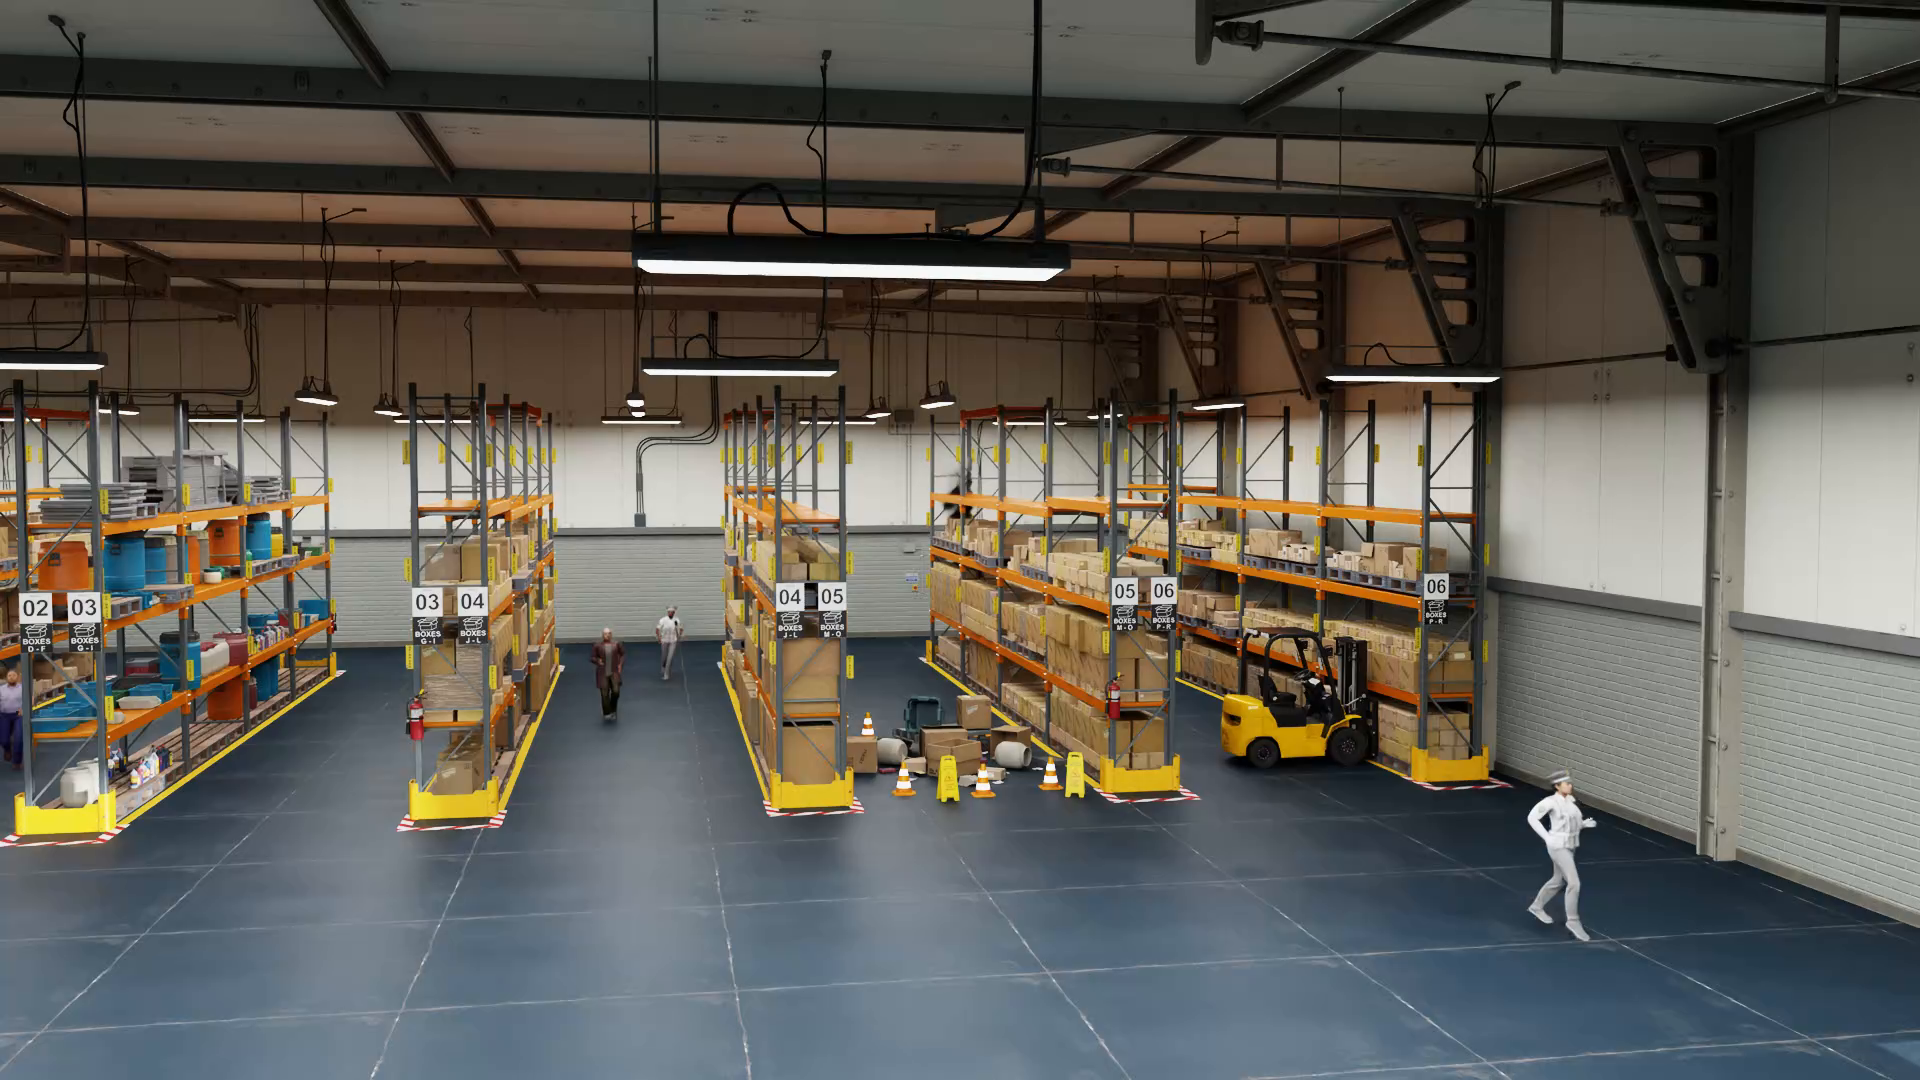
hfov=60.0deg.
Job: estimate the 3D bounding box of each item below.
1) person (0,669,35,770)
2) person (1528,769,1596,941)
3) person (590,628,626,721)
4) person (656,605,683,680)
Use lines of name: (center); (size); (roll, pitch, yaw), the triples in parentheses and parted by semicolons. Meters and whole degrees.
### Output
person: (-15.106, 2.864, 26.526); (0.608, 1.602, 0.549); (-1, 3, -24)
person: (6.295, 3.263, 17.431); (0.598, 1.746, 0.732); (-3, 4, -44)
person: (-6.596, 2.542, 31.231); (0.694, 1.762, 0.672); (-1, 3, -16)
person: (-6.534, 2.286, 37.364); (0.596, 1.659, 0.742); (-1, 3, -11)
